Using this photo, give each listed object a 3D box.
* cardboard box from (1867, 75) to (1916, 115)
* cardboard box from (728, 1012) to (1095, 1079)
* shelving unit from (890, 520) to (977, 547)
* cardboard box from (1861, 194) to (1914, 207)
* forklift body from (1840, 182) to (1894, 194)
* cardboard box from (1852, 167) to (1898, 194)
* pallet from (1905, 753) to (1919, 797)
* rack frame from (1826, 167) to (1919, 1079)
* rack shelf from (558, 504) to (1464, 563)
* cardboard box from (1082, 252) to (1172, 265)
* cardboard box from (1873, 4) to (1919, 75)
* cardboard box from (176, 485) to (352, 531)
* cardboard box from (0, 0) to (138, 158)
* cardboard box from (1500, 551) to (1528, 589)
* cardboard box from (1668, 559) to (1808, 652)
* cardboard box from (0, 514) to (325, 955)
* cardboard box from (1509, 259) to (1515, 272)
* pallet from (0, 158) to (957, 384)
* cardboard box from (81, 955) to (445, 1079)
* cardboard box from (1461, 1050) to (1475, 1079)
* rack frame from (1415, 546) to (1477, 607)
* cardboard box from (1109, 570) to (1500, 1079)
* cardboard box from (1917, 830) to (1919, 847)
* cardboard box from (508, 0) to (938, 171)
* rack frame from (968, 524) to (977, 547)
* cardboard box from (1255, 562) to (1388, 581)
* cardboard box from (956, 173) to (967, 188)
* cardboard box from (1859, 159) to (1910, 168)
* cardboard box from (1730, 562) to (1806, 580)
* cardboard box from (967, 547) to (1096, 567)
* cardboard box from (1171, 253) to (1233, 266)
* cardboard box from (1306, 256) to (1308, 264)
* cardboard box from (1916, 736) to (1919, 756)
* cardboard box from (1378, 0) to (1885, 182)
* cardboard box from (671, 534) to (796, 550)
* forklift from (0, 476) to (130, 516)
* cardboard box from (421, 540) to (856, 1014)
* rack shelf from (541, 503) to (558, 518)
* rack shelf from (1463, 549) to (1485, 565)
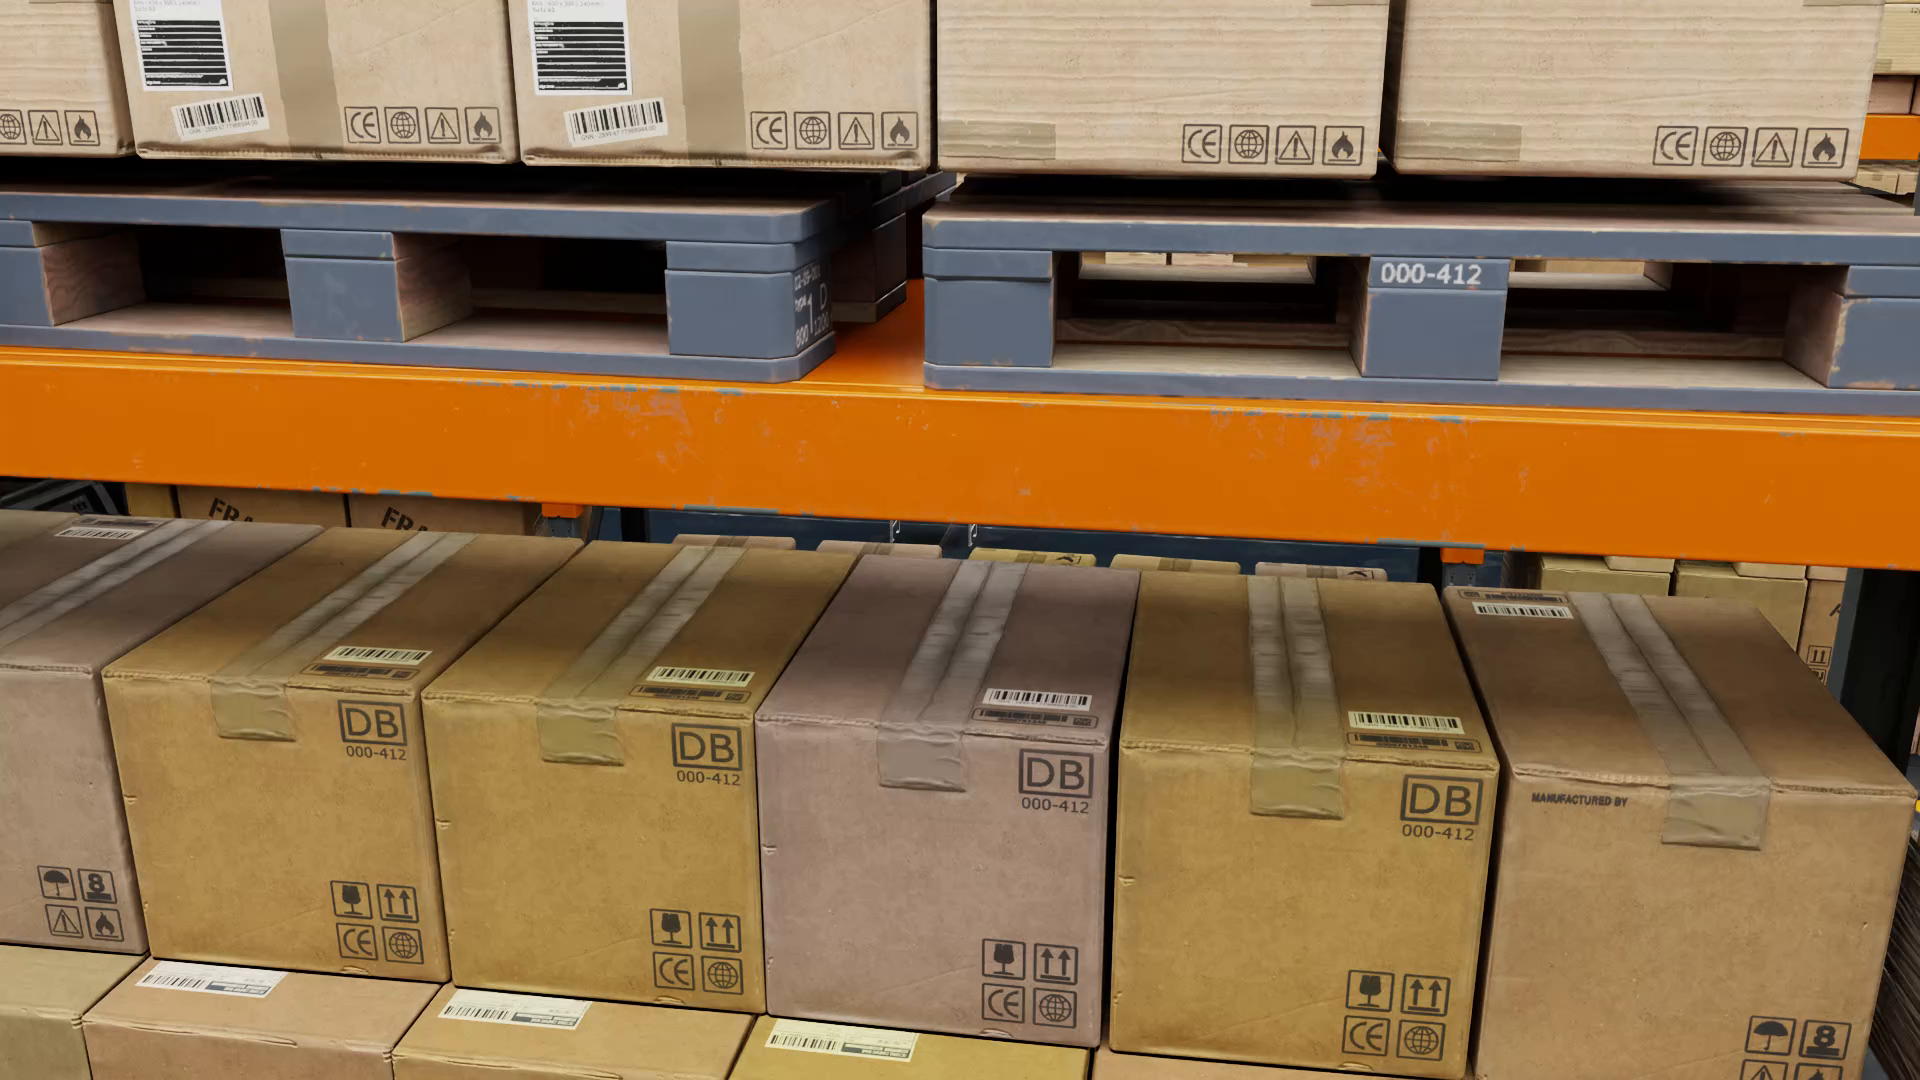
[{"bbox_3d":[3.481,-1.738,6.440,0.250,0.149,0.380,2,19,7],"label":"cardboard box"},{"bbox_3d":[-0.044,0.937,2.617,0.500,0.500,0.500,3,19,9],"label":"cardboard box"},{"bbox_3d":[-0.163,-0.577,10.138,0.503,1.200,0.258,3,19,9],"label":"shelving unit"},{"bbox_3d":[3.590,-1.084,6.614,0.500,0.500,0.700,3,19,7],"label":"cardboard box"},{"bbox_3d":[4.769,-1.053,10.061,1.214,2.155,2.313,3,19,9],"label":"forklift body"},{"bbox_3d":[6.032,-2.387,11.062,0.250,0.149,0.380,3,19,10],"label":"cardboard box"},{"bbox_3d":[4.074,0.828,7.496,1.213,0.211,1.003,3,19,9],"label":"pallet"},{"bbox_3d":[1.512,0.978,2.653,0.127,3.000,1.000,3,19,9],"label":"rack frame"},{"bbox_3d":[0.223,-0.337,7.718,4.000,0.370,1.077,3,19,9],"label":"rack shelf"},{"bbox_3d":[0.706,-0.969,7.185,0.500,0.500,0.500,4,19,11],"label":"cardboard box"},{"bbox_3d":[3.592,-1.910,6.325,0.500,0.250,0.500,3,19,9],"label":"cardboard box"},{"bbox_3d":[-3.301,-0.078,8.495,0.875,0.875,0.875,3,19,9],"label":"cardboard box"},{"bbox_3d":[-1.263,-0.691,2.330,0.500,0.250,0.500,3,19,10],"label":"cardboard box"},{"bbox_3d":[2.824,0.117,7.716,0.500,0.500,0.500,3,19,8],"label":"cardboard box"},{"bbox_3d":[3.267,0.309,7.143,0.500,0.500,0.500,4,19,11],"label":"cardboard box"},{"bbox_3d":[-1.496,0.306,2.929,0.500,0.500,0.700,3,19,8],"label":"cardboard box"},{"bbox_3d":[3.895,-2.055,11.561,0.500,0.500,0.500,3,19,10],"label":"cardboard box"},{"bbox_3d":[-0.689,-0.485,2.596,1.213,0.211,1.003,4,19,11],"label":"pallet"},{"bbox_3d":[-1.037,0.887,2.769,0.500,0.500,0.500,3,19,9],"label":"cardboard box"},{"bbox_3d":[0.954,0.988,2.465,0.500,0.500,0.500,3,19,8],"label":"cardboard box"},{"bbox_3d":[2.197,-0.578,7.303,0.127,3.000,1.000,3,19,9],"label":"rack frame"},{"bbox_3d":[0.513,0.408,2.623,0.500,0.500,0.700,3,19,8],"label":"cardboard box"},{"bbox_3d":[1.871,0.424,2.370,0.550,0.550,0.875,3,19,9],"label":"cardboard box"},{"bbox_3d":[-0.254,-0.668,2.167,0.500,0.311,0.500,2,19,7],"label":"cardboard box"},{"bbox_3d":[0.077,-0.565,10.101,0.015,1.200,0.240,3,19,9],"label":"rack frame"},{"bbox_3d":[1.679,0.443,7.730,0.625,0.372,0.950,3,19,9],"label":"cardboard box"},{"bbox_3d":[0.081,-2.554,12.029,0.250,0.149,0.380,3,19,9],"label":"cardboard box"},{"bbox_3d":[6.380,-2.545,11.533,0.250,0.149,0.380,4,19,11],"label":"cardboard box"},{"bbox_3d":[3.359,0.028,6.959,0.250,0.149,0.380,4,19,11],"label":"cardboard box"},{"bbox_3d":[0.282,0.374,7.938,0.625,0.372,0.950,4,19,10],"label":"cardboard box"},{"bbox_3d":[1.023,-1.256,7.020,0.250,0.149,0.380,2,19,7],"label":"cardboard box"},{"bbox_3d":[1.705,-0.917,7.028,0.500,0.500,0.500,3,19,8],"label":"cardboard box"},{"bbox_3d":[4.278,0.719,7.100,0.500,0.250,0.500,2,19,7],"label":"cardboard box"},{"bbox_3d":[0.789,-0.605,2.075,0.500,0.250,0.500,3,19,9],"label":"cardboard box"},{"bbox_3d":[-1.196,0.299,8.161,0.625,0.372,0.950,2,19,5],"label":"cardboard box"},{"bbox_3d":[-2.965,0.043,5.554,3.031,2.935,1.130,4,19,11],"label":"forklift"},{"bbox_3d":[-0.485,0.357,2.777,0.500,0.500,0.700,3,19,8],"label":"cardboard box"},{"bbox_3d":[-3.727,-0.539,8.320,4.000,0.370,1.077,3,19,9],"label":"rack shelf"},{"bbox_3d":[4.172,-0.136,7.116,4.000,0.370,1.077,3,19,9],"label":"rack shelf"}]
